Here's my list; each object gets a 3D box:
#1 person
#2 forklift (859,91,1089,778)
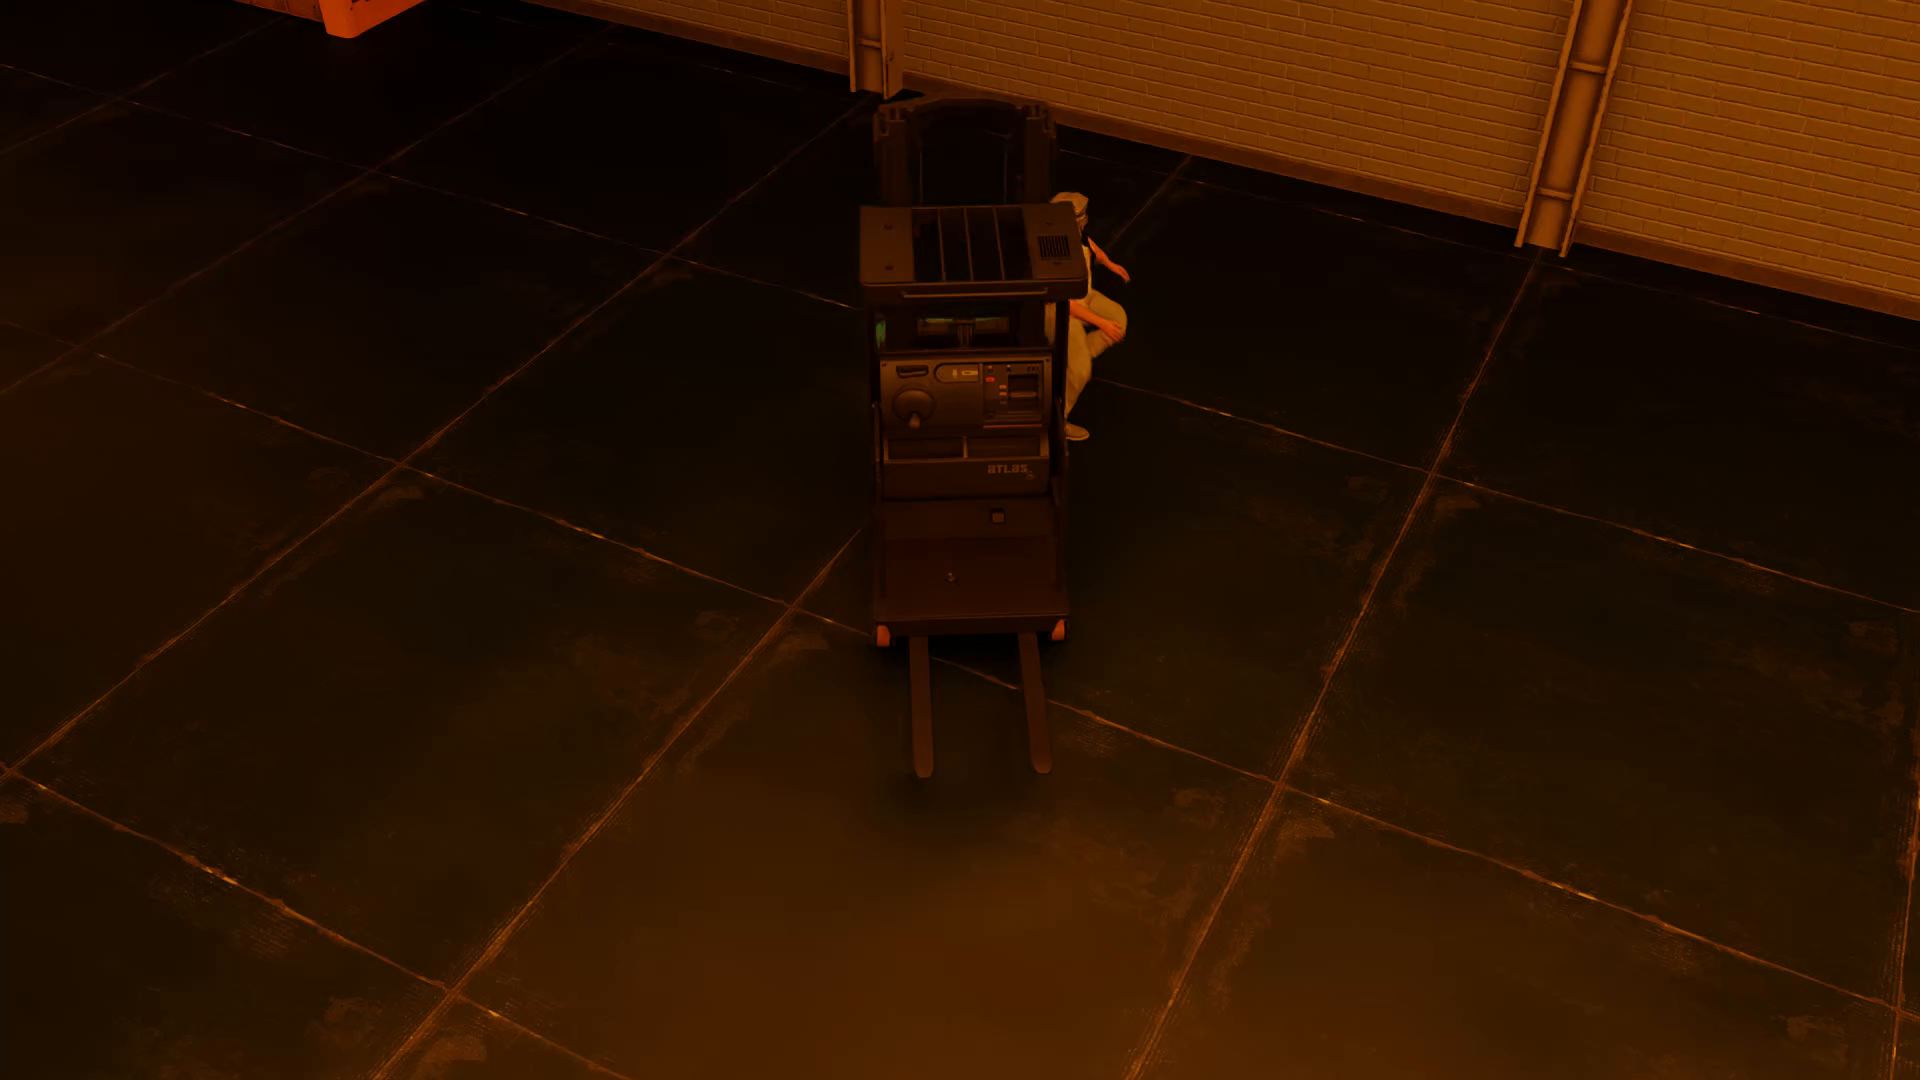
[{"bbox_3d":[0.825,-1.526,10.842,0.760,1.574,0.840,17,43,19],"label":"person"},{"bbox_3d":[0.047,-0.724,8.846,1.130,2.935,3.031,-2,40,-2],"label":"forklift"}]
